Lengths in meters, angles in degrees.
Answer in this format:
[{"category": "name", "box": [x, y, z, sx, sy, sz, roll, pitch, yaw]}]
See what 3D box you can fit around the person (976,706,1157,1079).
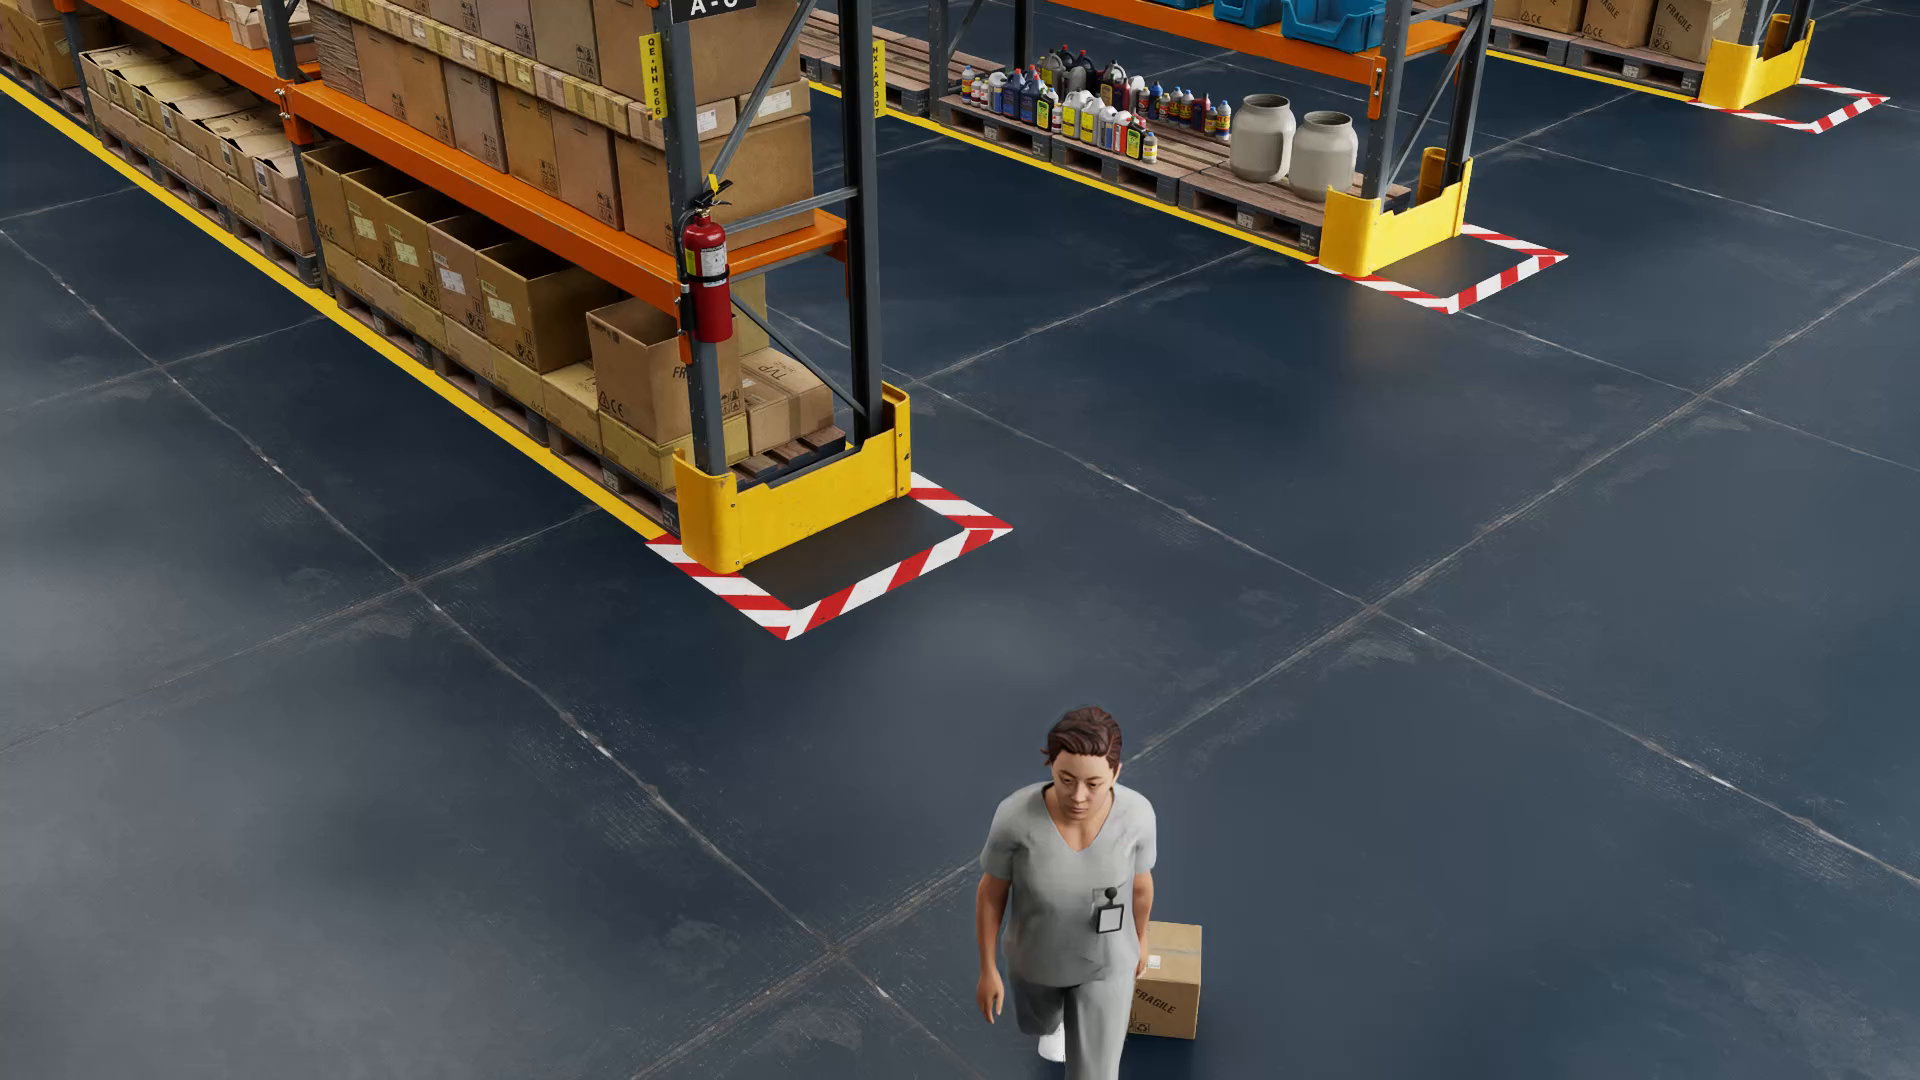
[{"category": "person", "box": [0.277, 1.072, 4.424, 0.456, 1.625, 1.016, 3, 32, 5]}]
